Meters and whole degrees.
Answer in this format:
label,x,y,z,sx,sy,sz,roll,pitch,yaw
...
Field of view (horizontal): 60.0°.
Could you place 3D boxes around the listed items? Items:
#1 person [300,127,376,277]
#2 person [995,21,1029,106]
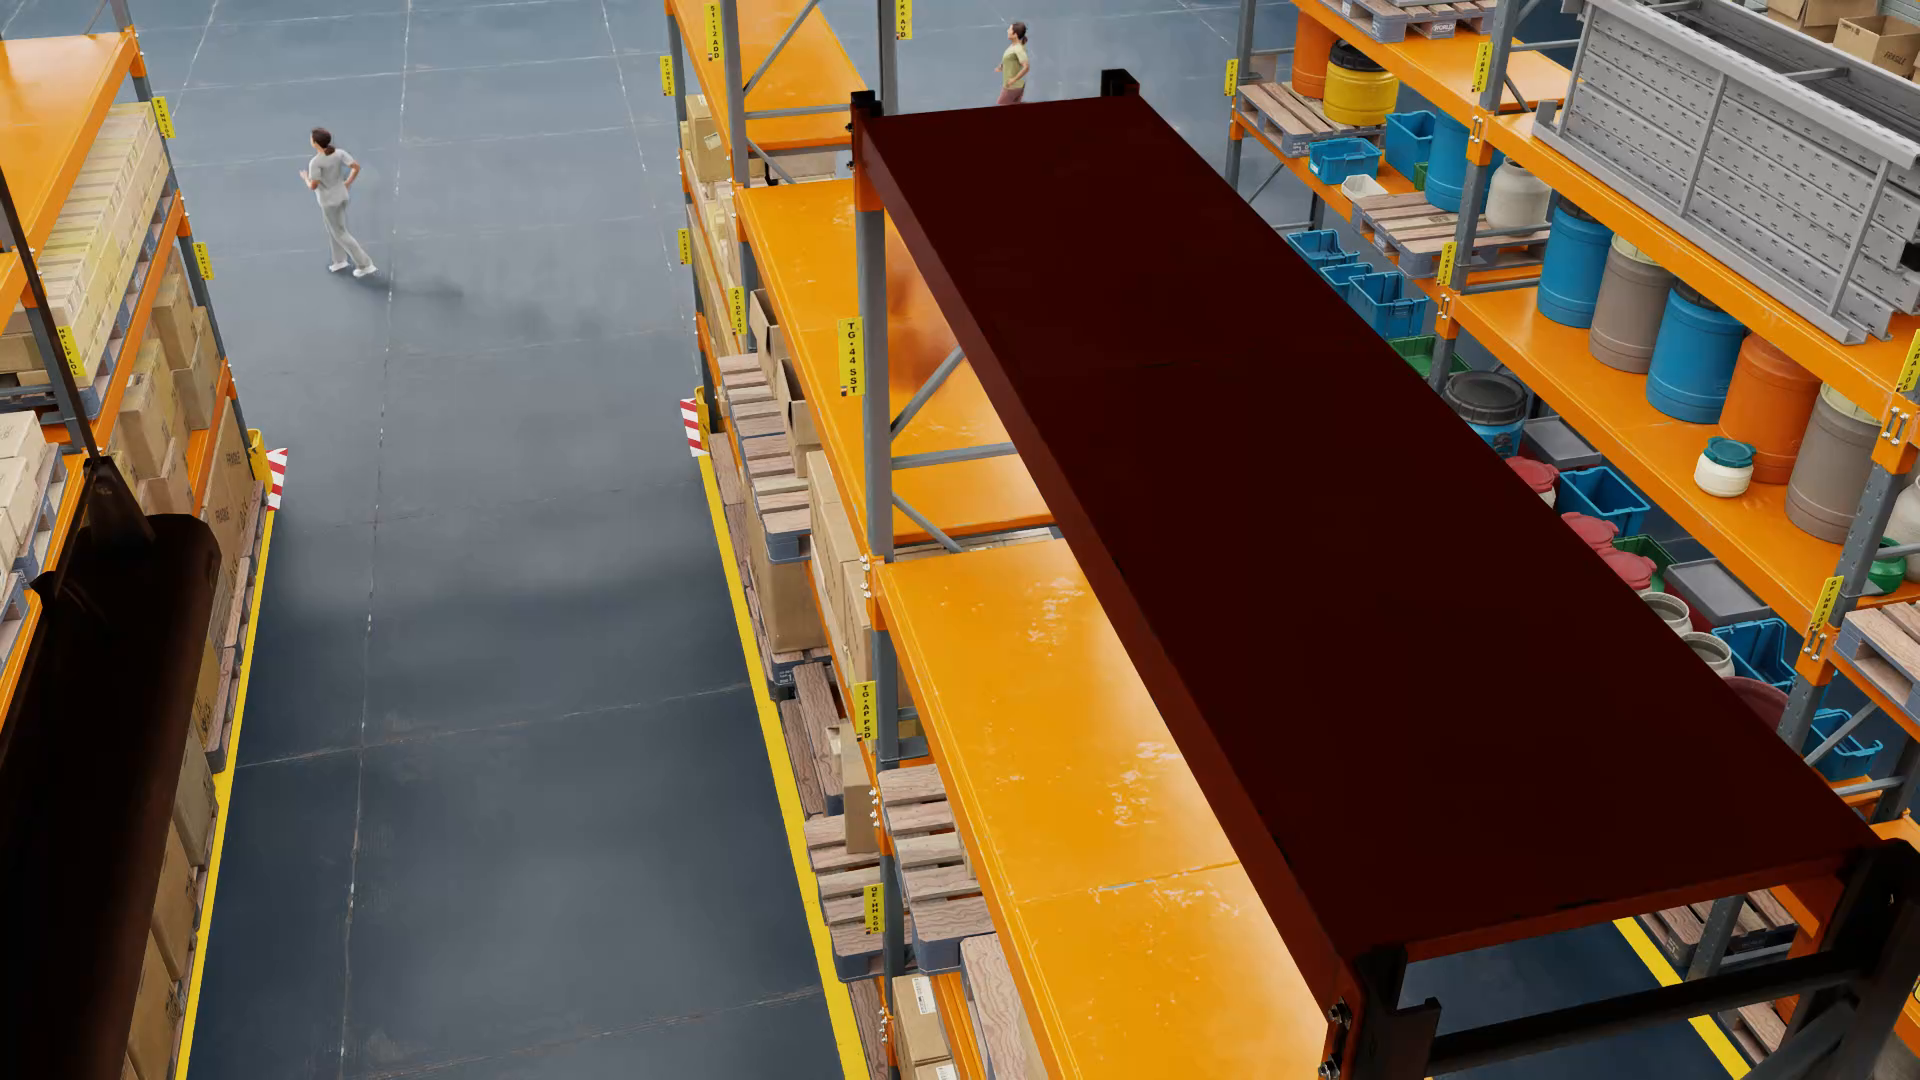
label,x,y,z,sx,sy,sz,roll,pitch,yaw
person,-6.697,-3.604,17.878,0.753,1.718,0.555,13,36,18
person,0.724,-5.713,20.995,0.866,1.664,0.587,6,35,8
